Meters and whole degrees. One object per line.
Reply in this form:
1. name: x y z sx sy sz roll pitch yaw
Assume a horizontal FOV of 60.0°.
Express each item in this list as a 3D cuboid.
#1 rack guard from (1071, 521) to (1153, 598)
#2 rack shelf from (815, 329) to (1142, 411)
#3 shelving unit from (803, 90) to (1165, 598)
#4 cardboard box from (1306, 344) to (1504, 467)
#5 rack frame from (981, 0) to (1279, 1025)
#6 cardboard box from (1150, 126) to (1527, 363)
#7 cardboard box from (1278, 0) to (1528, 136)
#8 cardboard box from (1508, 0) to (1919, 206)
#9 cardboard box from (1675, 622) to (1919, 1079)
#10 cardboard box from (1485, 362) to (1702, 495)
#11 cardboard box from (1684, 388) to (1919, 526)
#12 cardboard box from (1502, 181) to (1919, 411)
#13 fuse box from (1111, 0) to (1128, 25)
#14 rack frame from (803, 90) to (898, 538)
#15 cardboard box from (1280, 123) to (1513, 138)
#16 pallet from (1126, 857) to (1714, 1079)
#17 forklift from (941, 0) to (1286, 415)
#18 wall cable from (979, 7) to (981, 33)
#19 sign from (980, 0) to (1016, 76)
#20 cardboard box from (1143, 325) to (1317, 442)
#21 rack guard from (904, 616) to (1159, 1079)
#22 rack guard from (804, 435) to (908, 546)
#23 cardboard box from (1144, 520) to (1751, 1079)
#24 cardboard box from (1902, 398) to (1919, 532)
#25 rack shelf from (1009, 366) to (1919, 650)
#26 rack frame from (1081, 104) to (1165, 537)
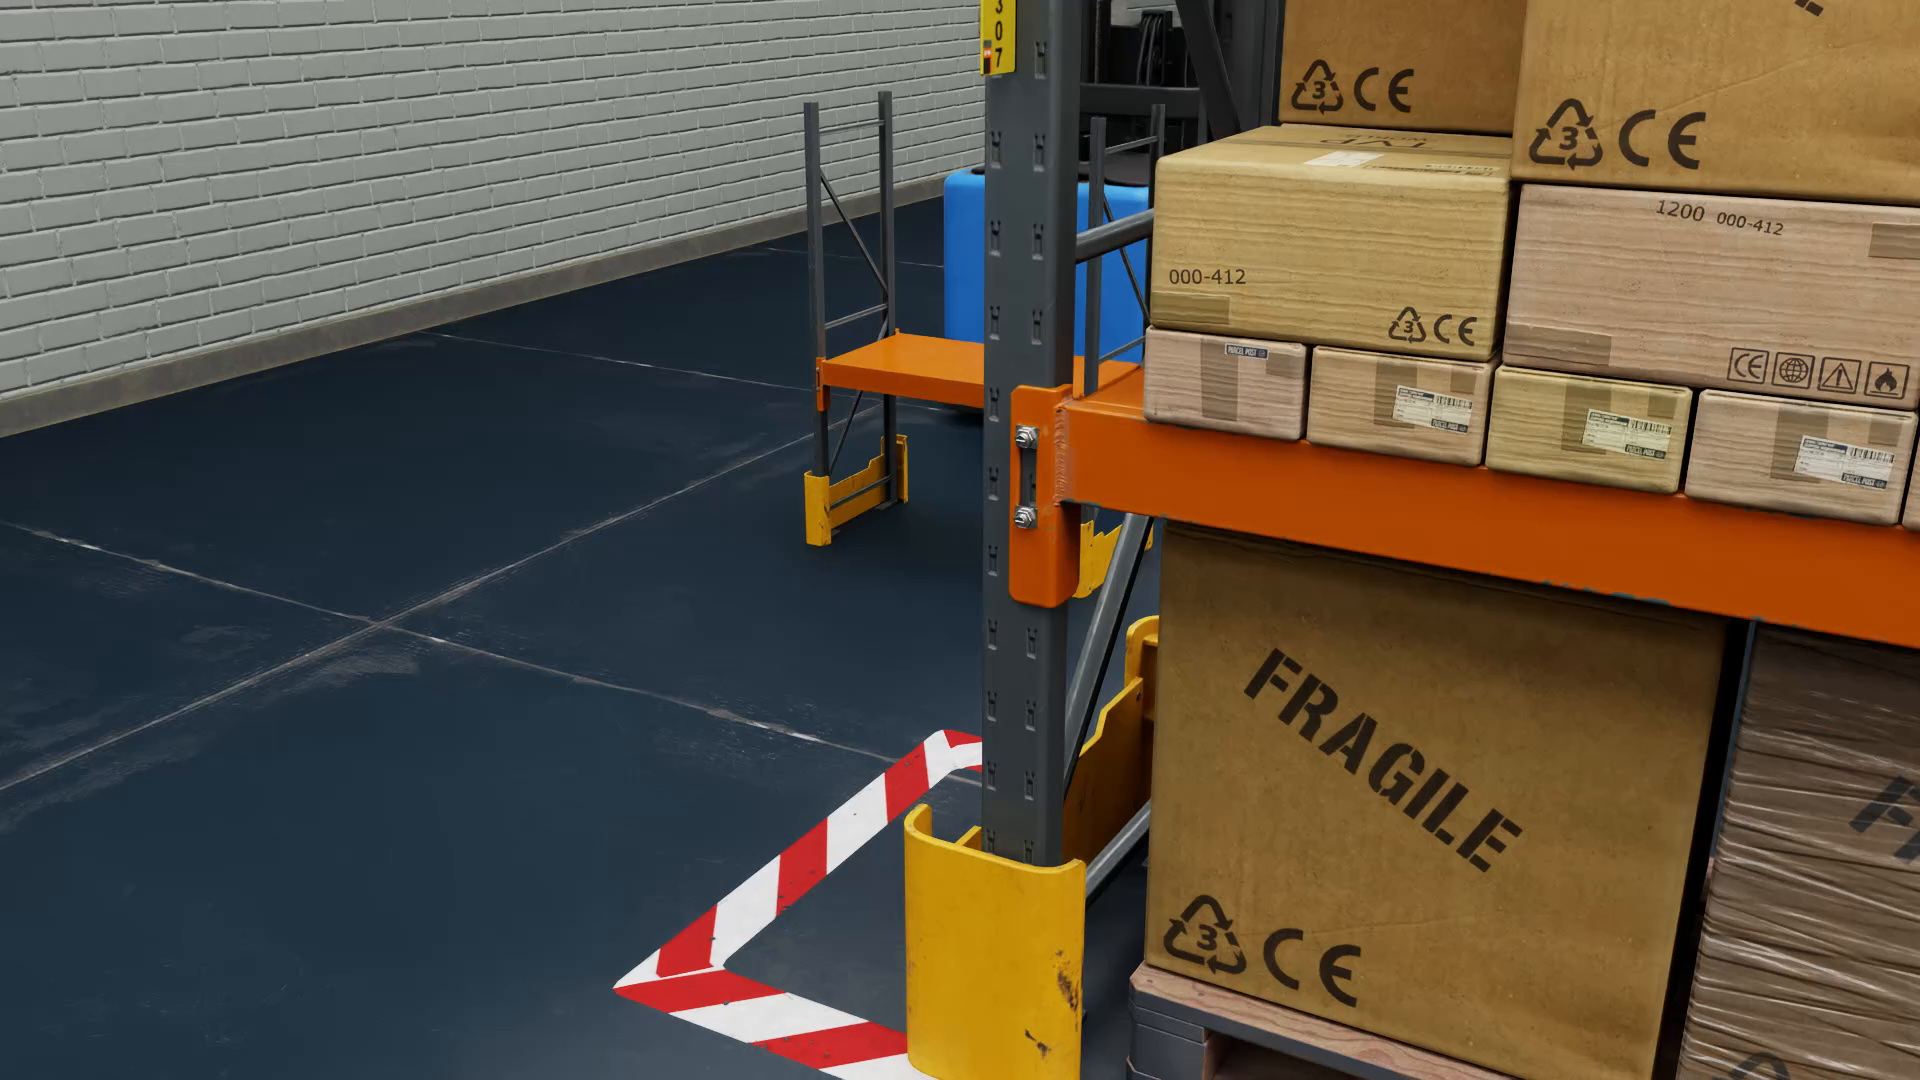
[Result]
1. rack guard: 0.501 -0.022 5.559 0.087 0.250 0.587 11 23 27
2. rack shelf: 0.074 -0.522 5.632 1.000 0.185 0.538 11 23 27
3. shelving unit: 0.067 -0.692 5.574 1.083 1.500 0.587 11 23 27
4. cardboard box: 0.706 -0.246 2.514 0.250 0.149 0.380 10 22 27
5. rack frame: 0.332 -0.564 3.021 0.127 3.000 1.000 11 23 27
6. cardboard box: 0.619 -0.473 2.554 0.500 0.250 0.500 10 22 26
7. cardboard box: 0.885 -0.983 2.860 0.500 0.500 0.500 11 23 28
8. cardboard box: 1.056 -0.742 2.197 0.500 0.500 0.500 10 22 26
9. cardboard box: 1.724 0.471 2.667 0.875 0.875 0.875 11 23 27
10. cardboard box: 0.929 -0.204 2.397 0.250 0.149 0.380 10 22 26
11. cardboard box: 1.158 -0.161 2.278 0.250 0.149 0.380 10 22 26
12. cardboard box: 1.076 -0.389 2.321 0.500 0.250 0.500 10 22 27
13. fuse box: 1.383 -4.440 15.597 0.414 1.711 0.539 11 23 27
14. rack frame: -0.369 -0.775 5.803 0.032 1.500 0.500 11 23 27
15. cardboard box: 0.884 -0.632 2.992 0.500 0.250 0.500 10 22 26
16. pallet: 1.068 0.857 3.194 1.213 0.211 1.003 11 23 27
17. forklift: 1.111 -2.241 7.746 1.130 2.935 3.031 12 23 29
18. wall cable: 0.231 -4.937 13.541 0.123 1.953 0.585 11 23 27
19. sign: 0.056 -0.844 2.407 0.005 0.325 0.100 11 23 27
20. cardboard box: 0.481 -0.289 2.630 0.250 0.149 0.380 11 23 28
21. rack guard: 0.311 0.607 3.458 0.348 0.500 1.175 11 23 27
22. rack guard: -0.368 -0.188 6.016 0.087 0.250 0.587 11 23 27
23. cardboard box: 0.930 0.320 3.084 0.875 0.875 0.875 11 23 27
24. cardboard box: 1.379 -0.118 2.161 0.250 0.149 0.380 10 22 26
25. rack shelf: 2.078 0.107 2.227 4.000 0.370 1.077 11 23 27
26. rack frame: 0.518 -0.606 5.337 0.032 1.500 0.500 11 23 27
